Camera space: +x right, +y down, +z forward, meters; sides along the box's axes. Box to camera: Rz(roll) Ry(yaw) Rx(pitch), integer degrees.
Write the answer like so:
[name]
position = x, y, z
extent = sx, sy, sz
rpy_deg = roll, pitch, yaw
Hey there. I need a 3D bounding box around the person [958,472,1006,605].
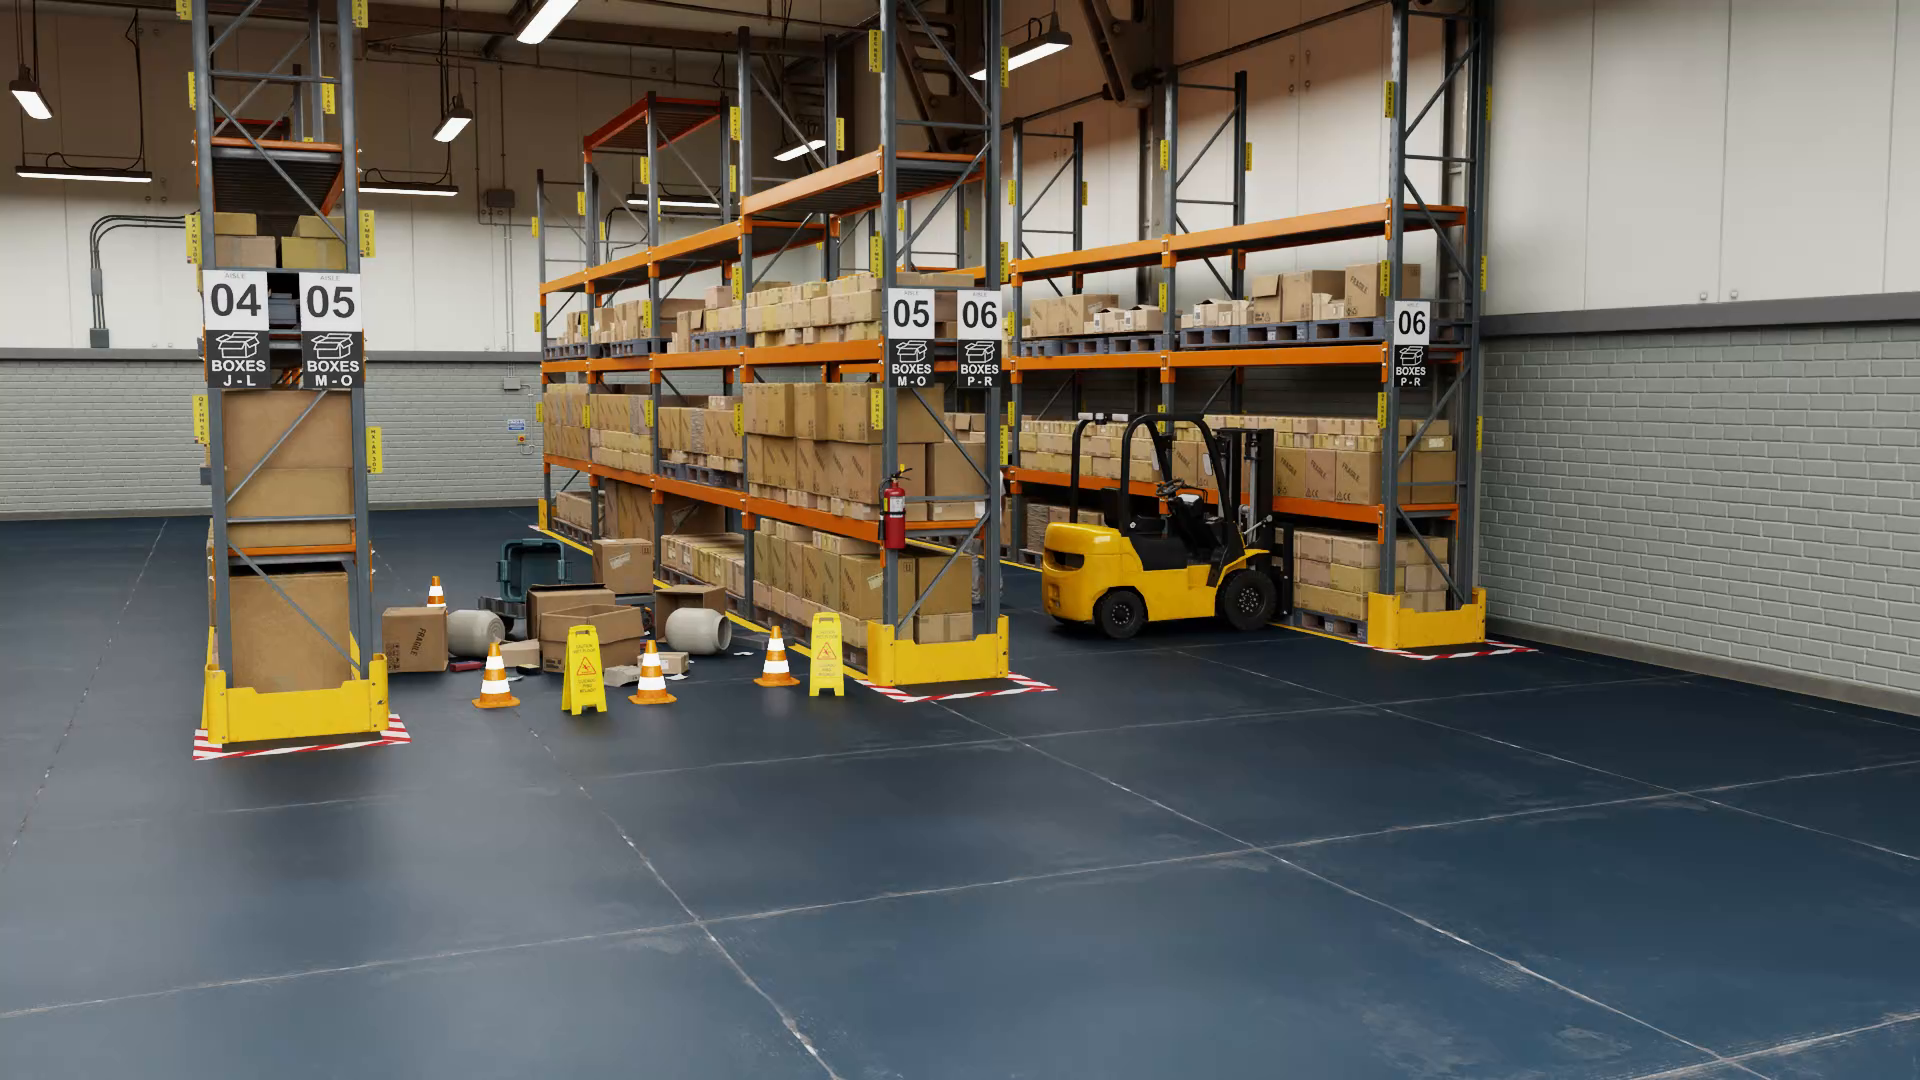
[person]
position = 0.230, -0.177, 18.543
extent = 0.598, 1.774, 0.442
rpy_deg = -3, 6, -26
